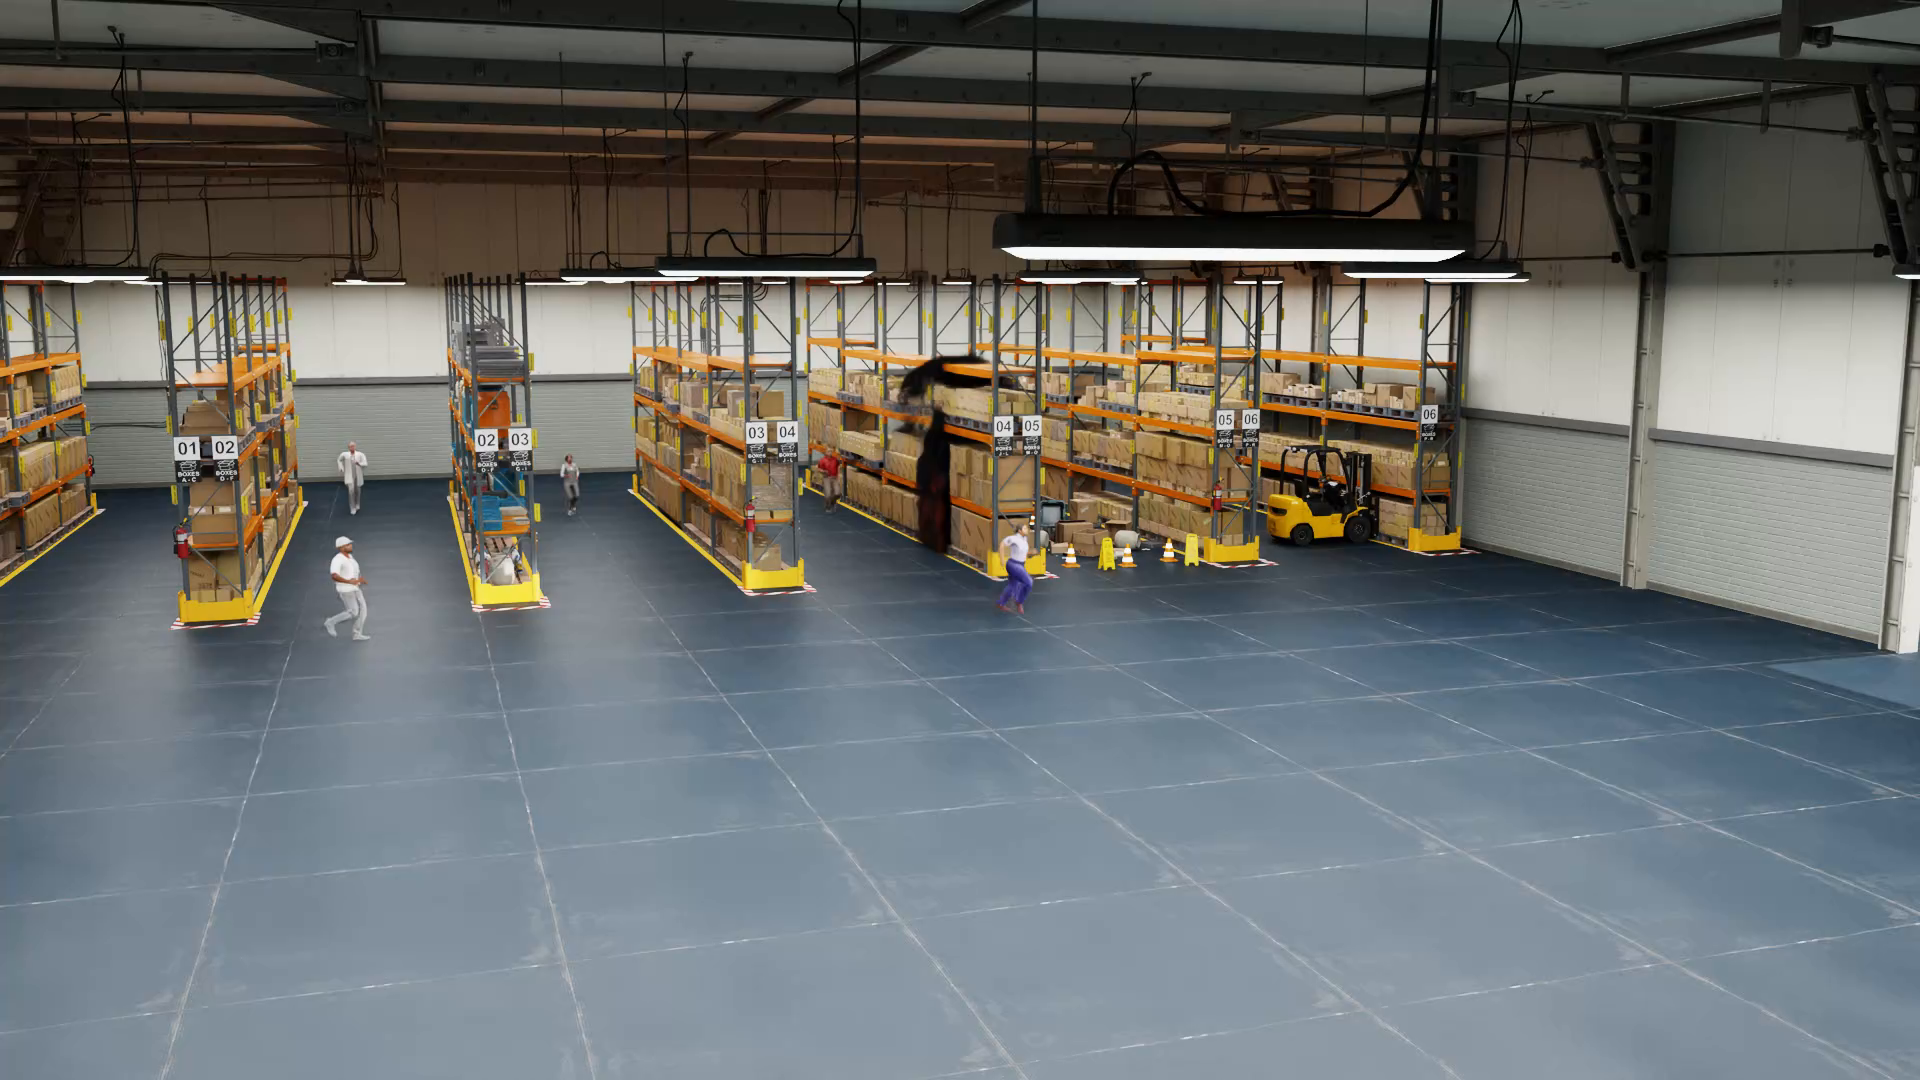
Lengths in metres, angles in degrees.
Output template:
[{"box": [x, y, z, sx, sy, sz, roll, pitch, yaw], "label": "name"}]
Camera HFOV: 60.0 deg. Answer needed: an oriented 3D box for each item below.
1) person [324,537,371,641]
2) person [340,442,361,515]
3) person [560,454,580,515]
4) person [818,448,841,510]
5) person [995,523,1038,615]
[{"box": [-10.002, 0.799, 27.108, 0.713, 1.723, 0.707, 0, 9, 1], "label": "person"}, {"box": [-15.571, -1.599, 42.694, 0.650, 1.837, 0.910, -5, 10, -27], "label": "person"}, {"box": [-9.823, -1.398, 42.054, 0.521, 1.560, 0.564, -5, 10, -30], "label": "person"}, {"box": [-3.285, -1.546, 42.379, 0.648, 1.597, 0.613, -4, 9, -24], "label": "person"}, {"box": [0.985, 0.510, 29.355, 0.796, 1.632, 0.630, 3, 9, 21], "label": "person"}]
